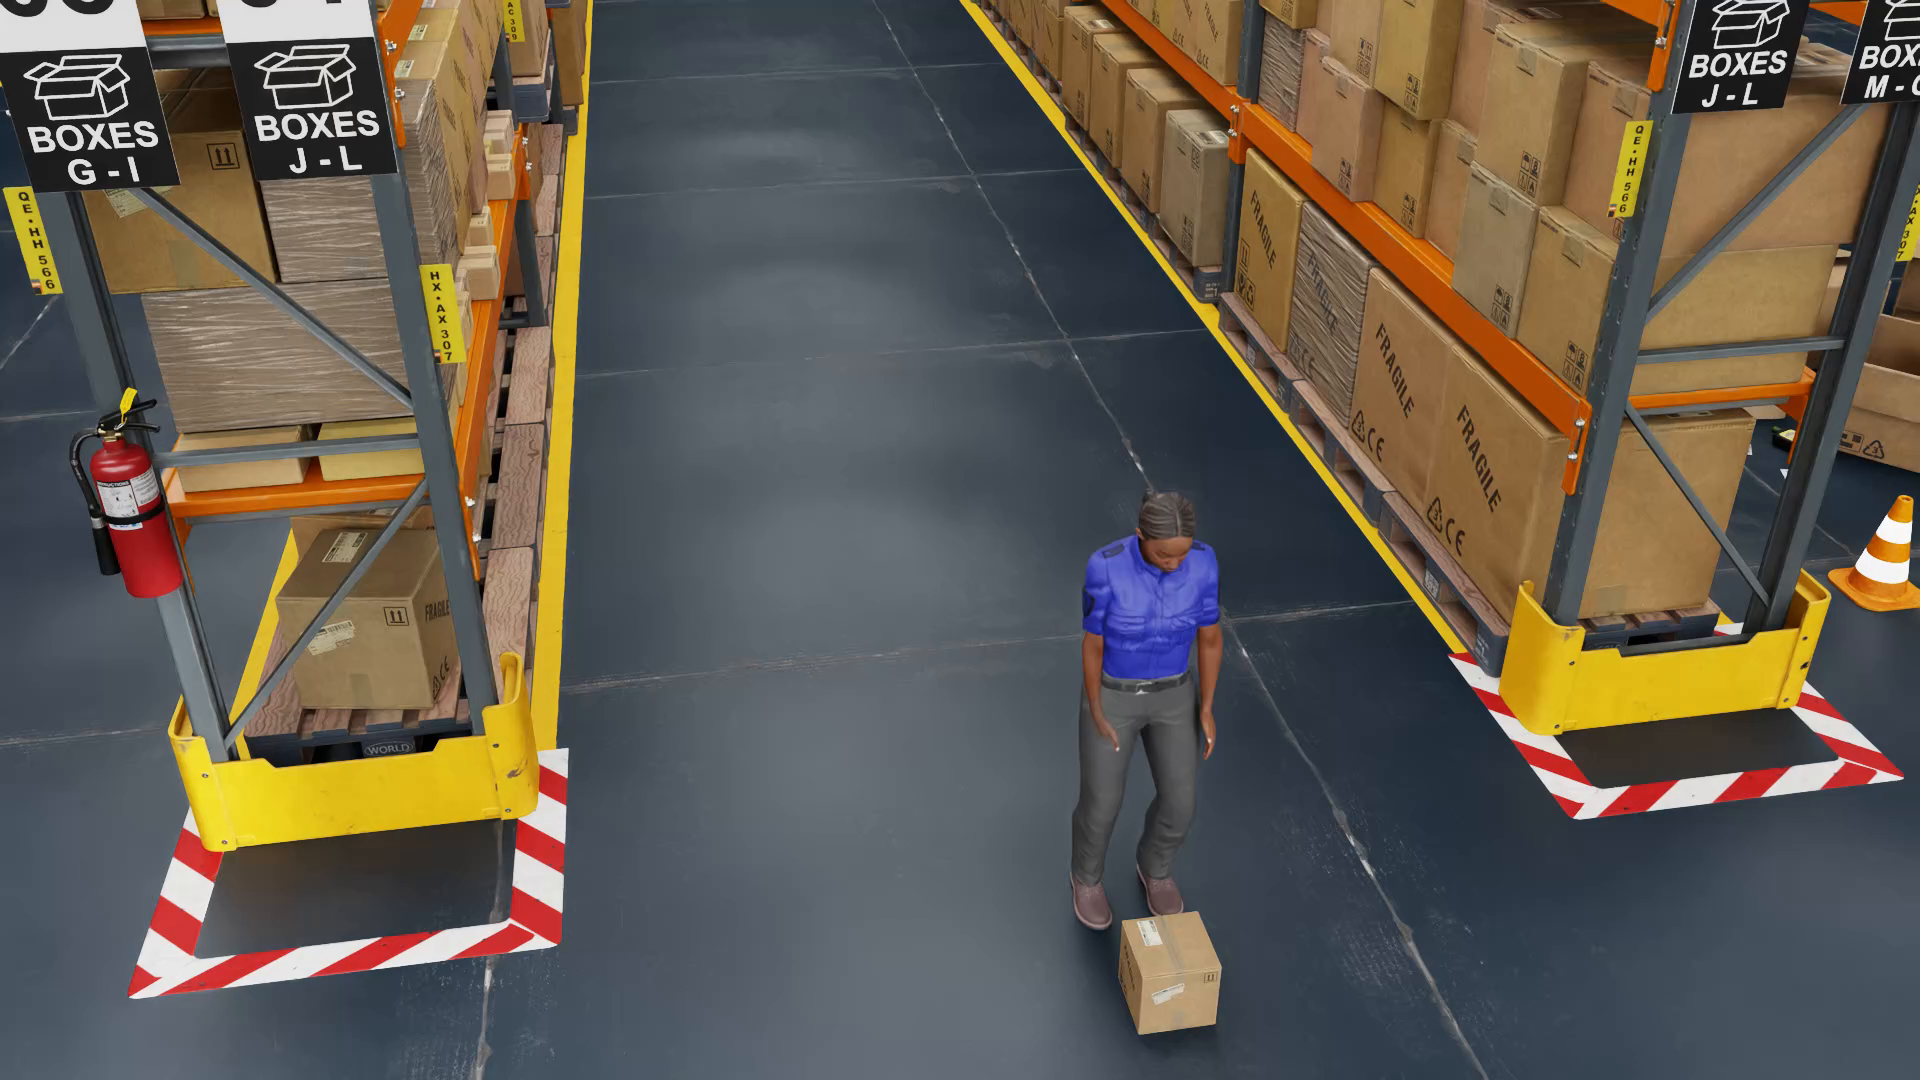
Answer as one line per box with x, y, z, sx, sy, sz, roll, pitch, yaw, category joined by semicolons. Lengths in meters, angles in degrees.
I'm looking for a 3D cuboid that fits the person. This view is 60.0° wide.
0.600;0.545;5.297;0.461;1.600;0.393;-5;31;-8;person
